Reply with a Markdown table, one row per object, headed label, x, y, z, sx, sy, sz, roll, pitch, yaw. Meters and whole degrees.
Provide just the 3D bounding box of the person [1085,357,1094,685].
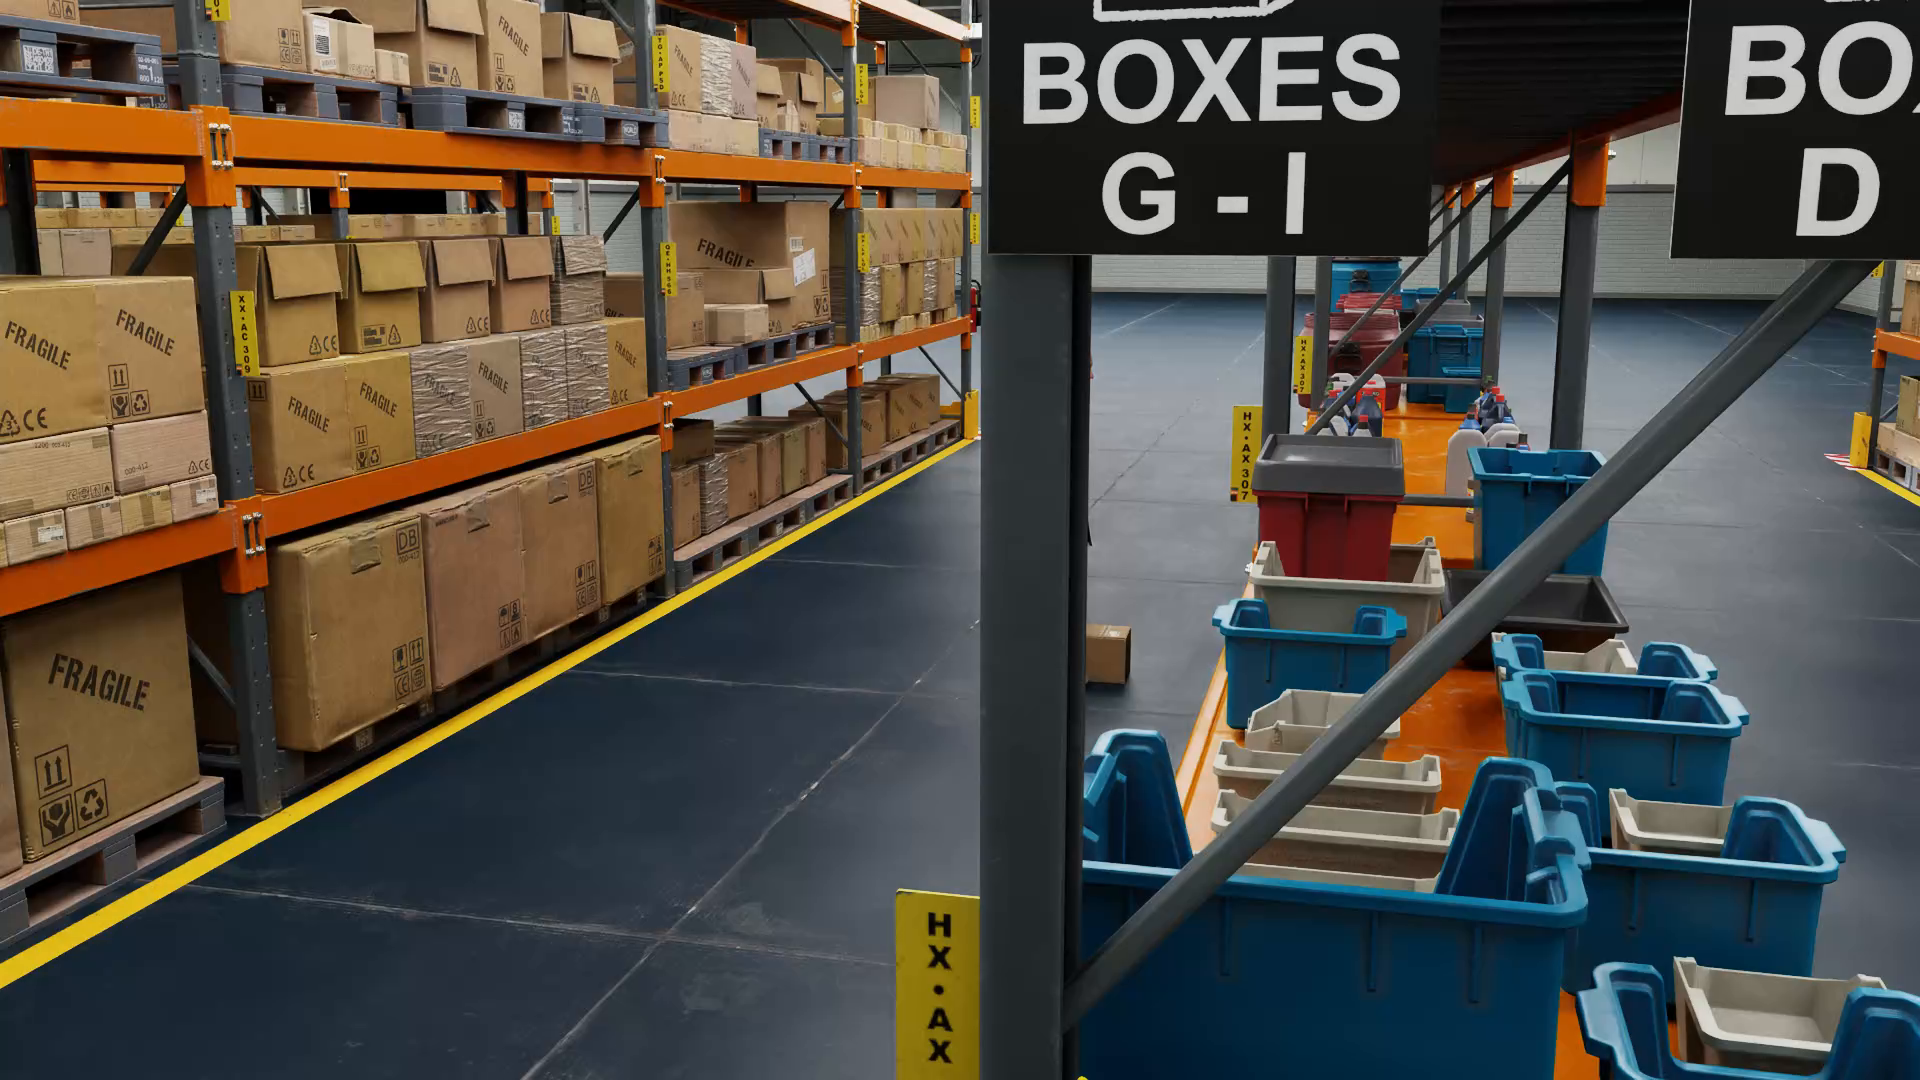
| label | x | y | z | sx | sy | sz | roll | pitch | yaw |
| --- | --- | --- | --- | --- | --- | --- | --- | --- | --- |
| person | 0.525 | -0.152 | 8.745 | 0.428 | 1.773 | 0.641 | 3 | 12 | 13 |
